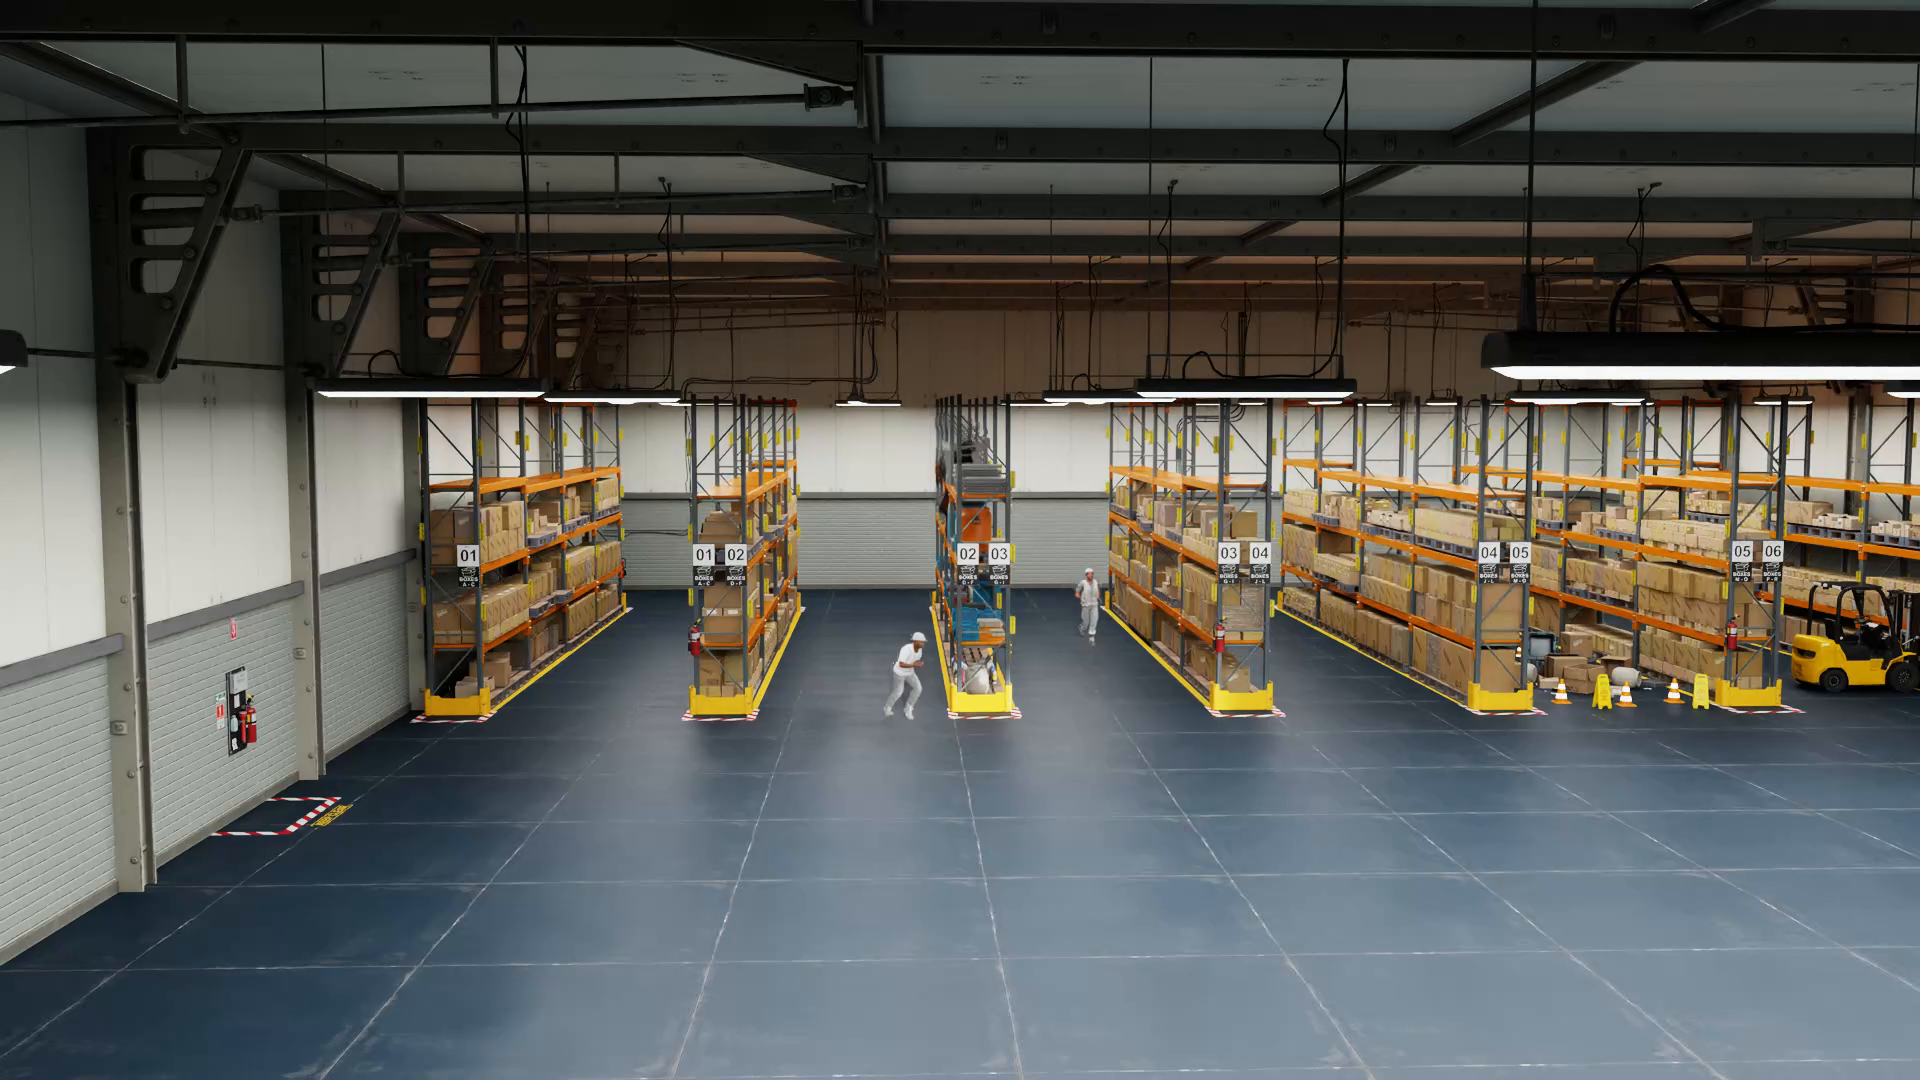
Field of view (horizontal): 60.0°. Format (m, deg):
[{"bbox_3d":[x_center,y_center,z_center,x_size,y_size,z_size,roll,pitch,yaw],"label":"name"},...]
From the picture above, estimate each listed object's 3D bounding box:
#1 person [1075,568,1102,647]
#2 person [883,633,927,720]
[{"bbox_3d":[2.982,1.535,38.362,0.658,1.786,0.863,-1,5,-15],"label":"person"},{"bbox_3d":[-0.999,2.510,30.684,0.971,1.672,0.742,3,6,35],"label":"person"}]
